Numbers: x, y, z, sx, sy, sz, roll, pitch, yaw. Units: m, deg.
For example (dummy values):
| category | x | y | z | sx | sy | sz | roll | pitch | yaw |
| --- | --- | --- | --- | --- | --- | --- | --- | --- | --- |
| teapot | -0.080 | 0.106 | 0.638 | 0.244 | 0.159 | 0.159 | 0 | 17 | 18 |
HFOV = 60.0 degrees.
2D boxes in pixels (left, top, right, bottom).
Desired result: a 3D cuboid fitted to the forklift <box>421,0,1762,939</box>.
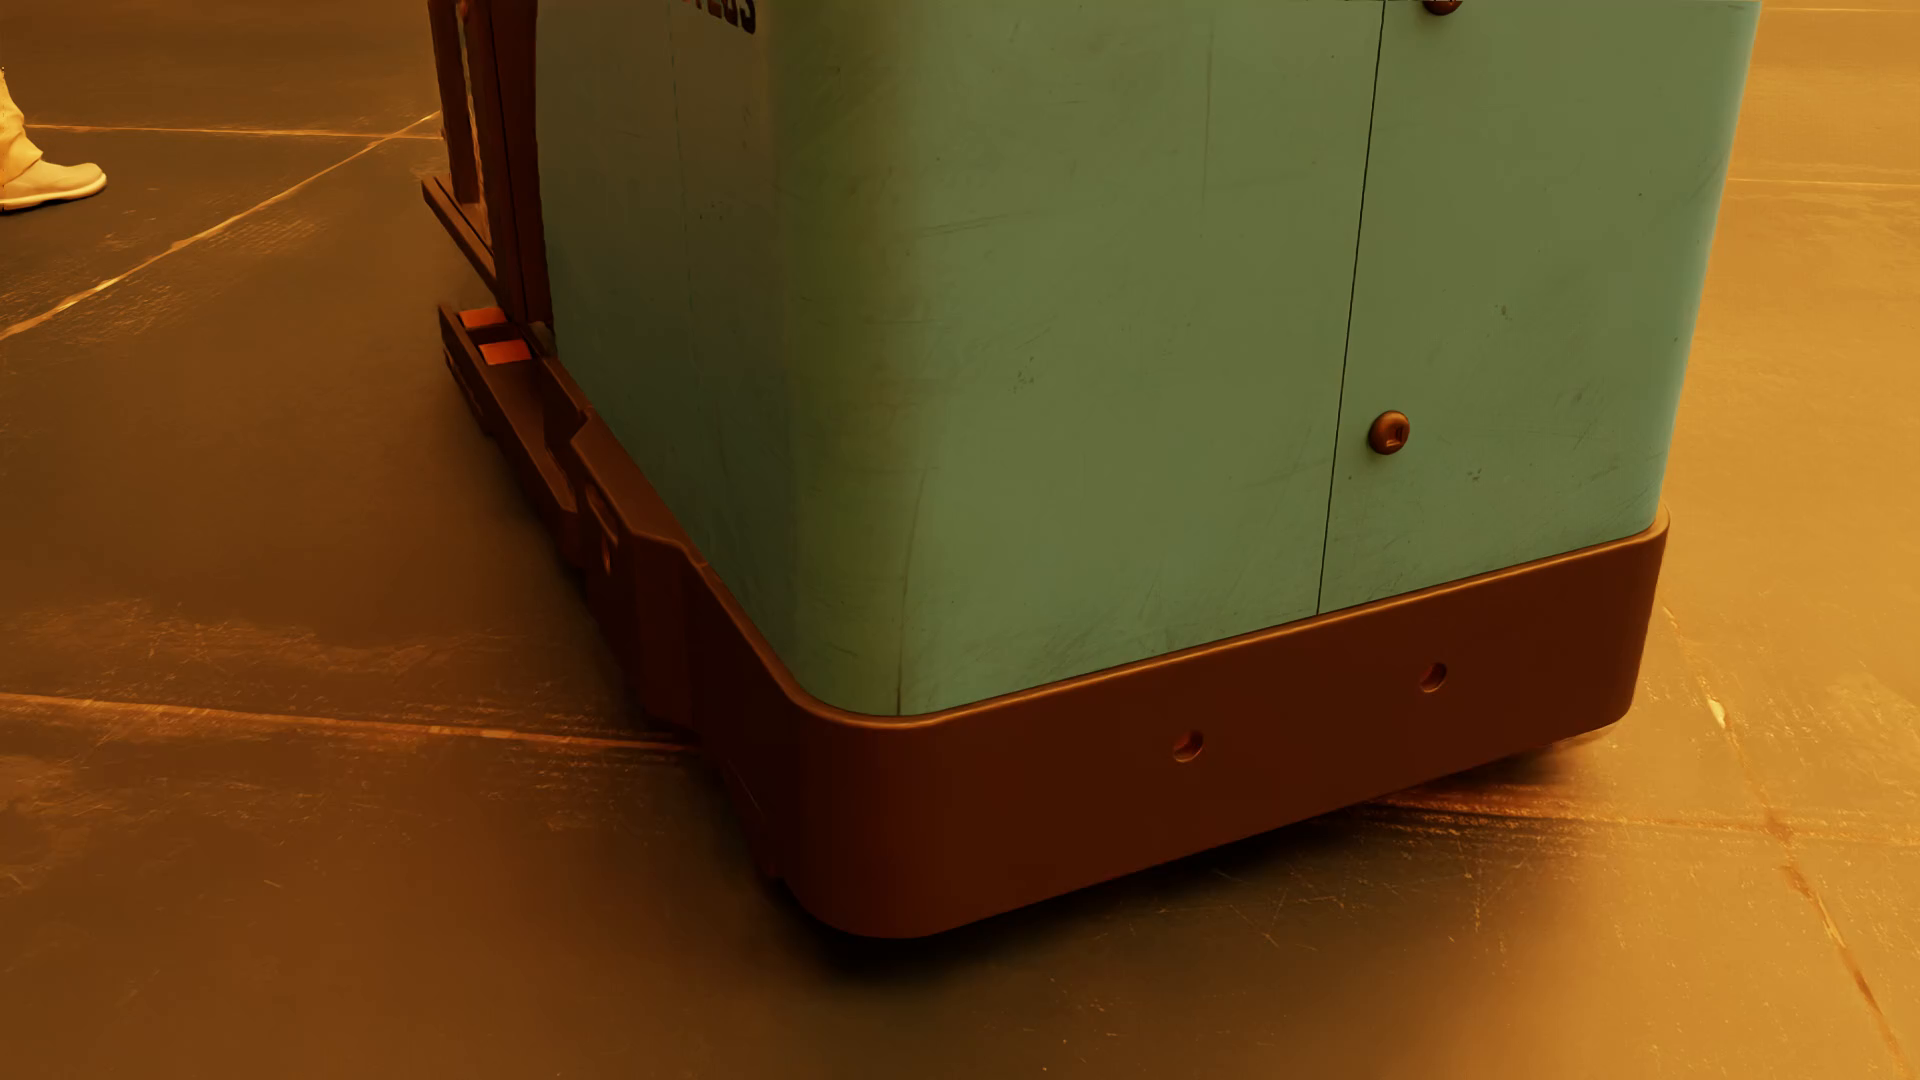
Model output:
| category | x | y | z | sx | sy | sz | roll | pitch | yaw |
| --- | --- | --- | --- | --- | --- | --- | --- | --- | --- |
| forklift | -0.288 | -1.563 | 2.350 | 1.130 | 2.935 | 3.031 | -12 | 29 | -23 |

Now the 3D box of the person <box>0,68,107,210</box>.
| category | x | y | z | sx | sy | sz | roll | pitch | yaw |
| --- | --- | --- | --- | --- | --- | --- | --- | --- | --- |
| person | -2.546 | -1.635 | 3.837 | 0.685 | 1.731 | 0.544 | 12 | 29 | 23 |
